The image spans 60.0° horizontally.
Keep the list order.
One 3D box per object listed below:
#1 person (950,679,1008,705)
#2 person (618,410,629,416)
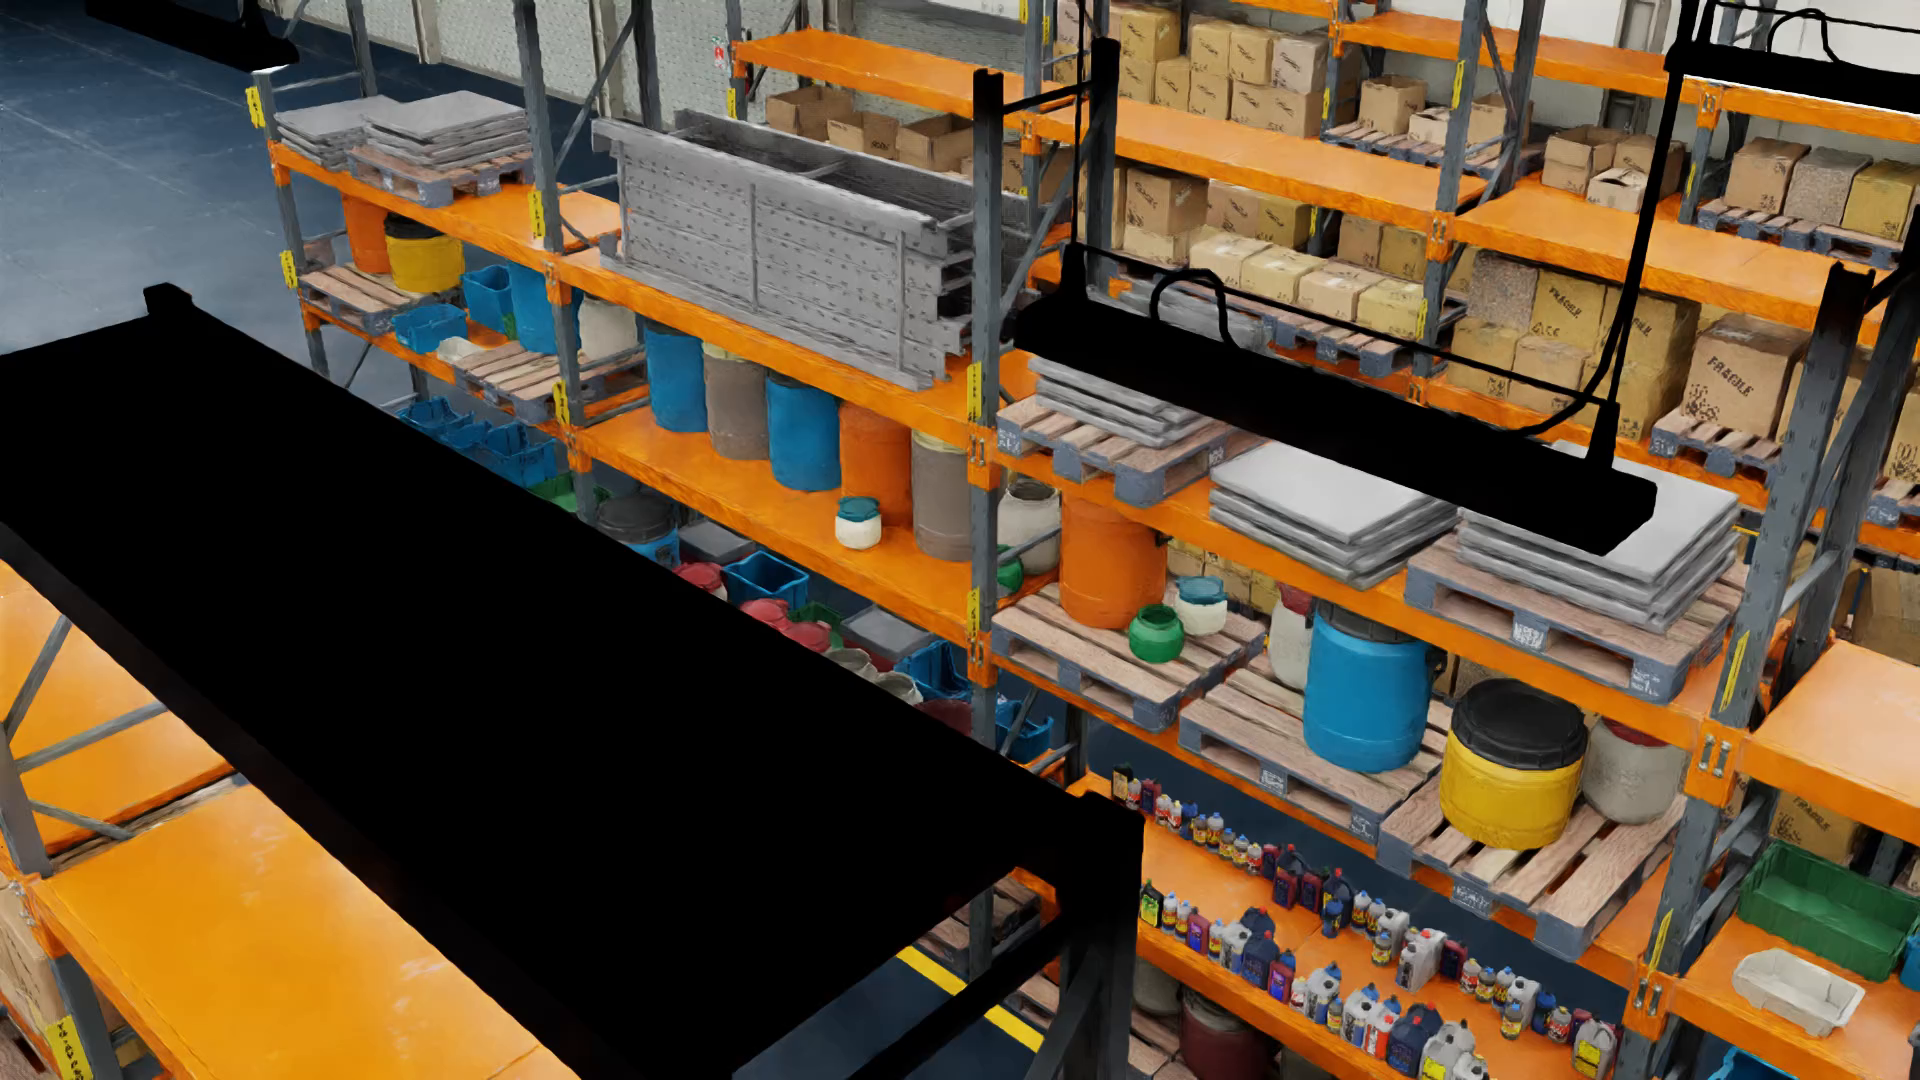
[{"bbox_3d":[0.090,1.526,11.883,0.712,1.627,0.589,2,29,4],"label":"person"},{"bbox_3d":[-4.108,-2.115,18.407,0.950,1.533,0.412,19,35,30],"label":"person"}]
